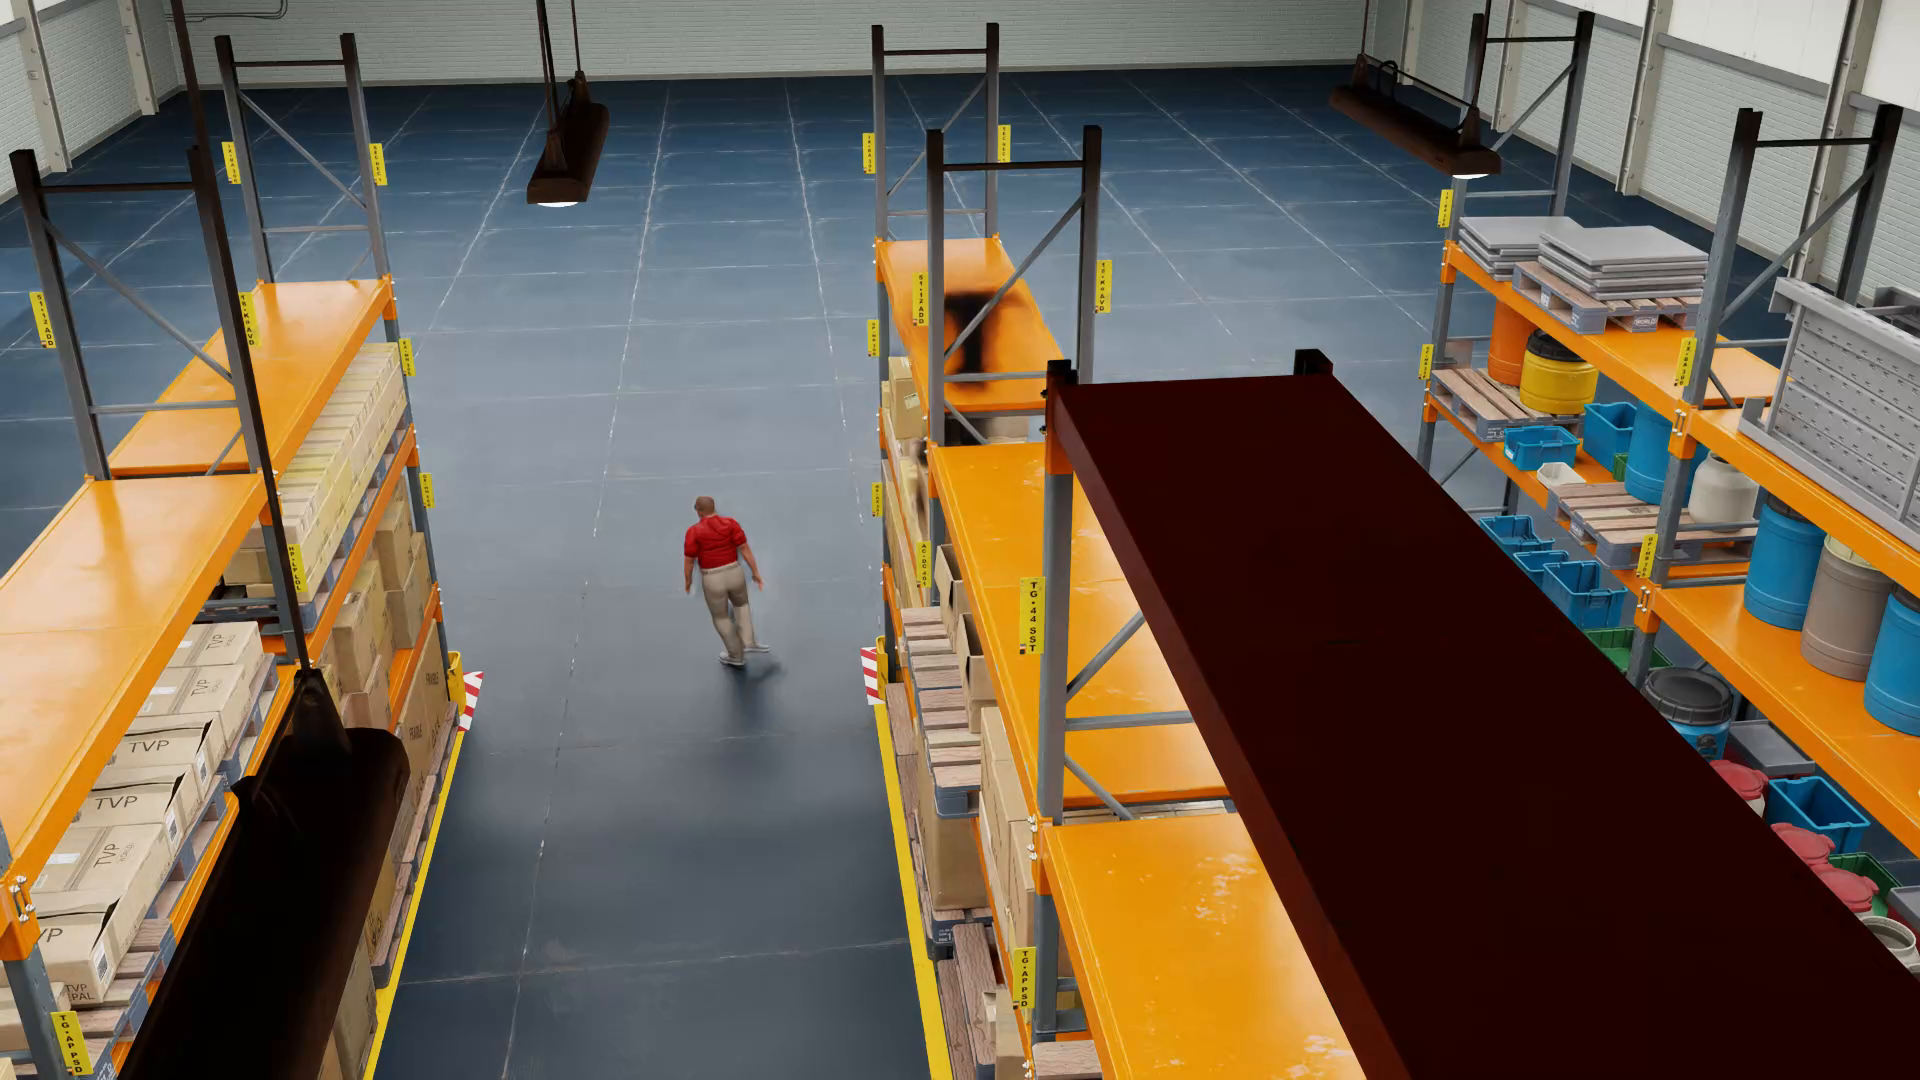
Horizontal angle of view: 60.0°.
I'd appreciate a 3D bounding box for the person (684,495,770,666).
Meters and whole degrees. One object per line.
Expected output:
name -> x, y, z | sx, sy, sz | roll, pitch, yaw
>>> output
person -> -2.219, 0.397, 15.734 | 0.708, 1.696, 0.555 | -12, 28, -24
